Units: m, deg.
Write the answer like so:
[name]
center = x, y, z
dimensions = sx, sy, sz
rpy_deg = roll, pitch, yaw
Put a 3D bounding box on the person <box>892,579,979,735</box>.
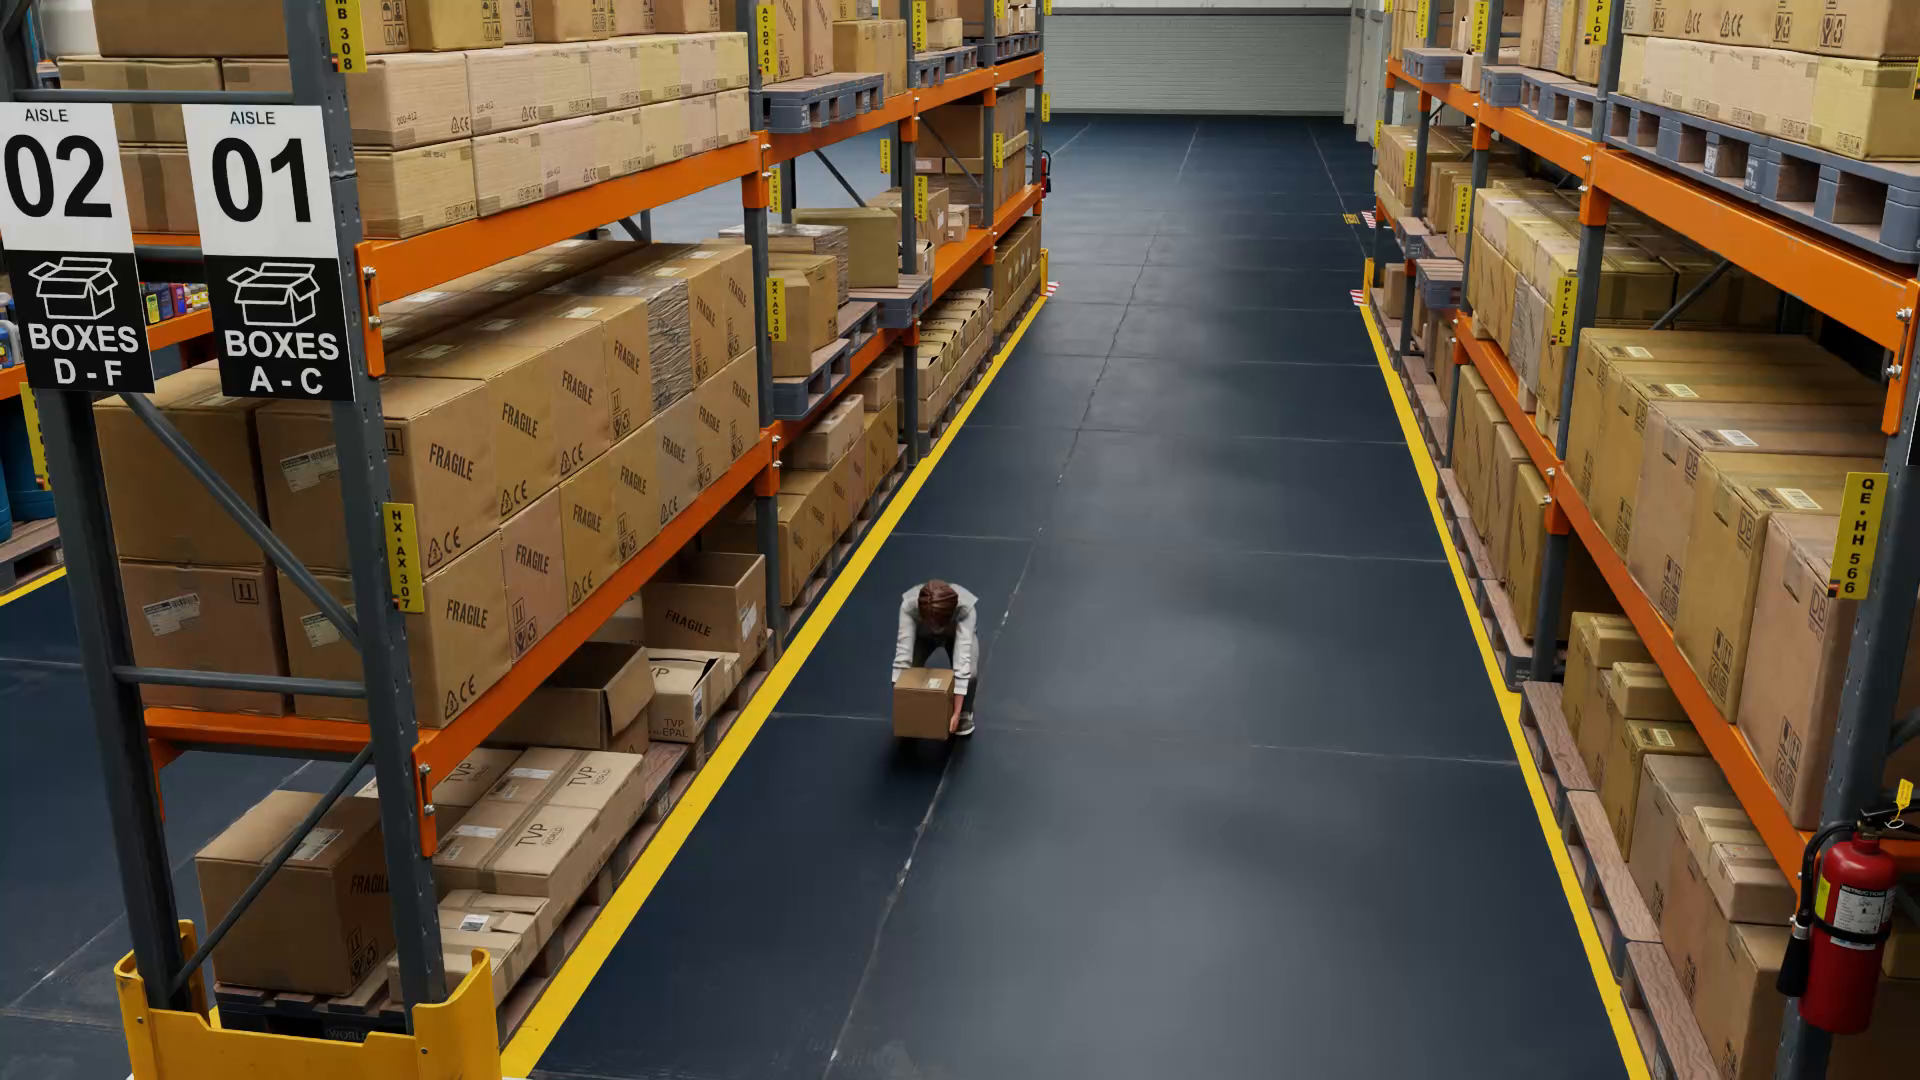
[person]
center = -0.112, 0.545, 8.044
dimensions = 0.420, 0.897, 0.831
rpy_deg = 2, 18, 7
